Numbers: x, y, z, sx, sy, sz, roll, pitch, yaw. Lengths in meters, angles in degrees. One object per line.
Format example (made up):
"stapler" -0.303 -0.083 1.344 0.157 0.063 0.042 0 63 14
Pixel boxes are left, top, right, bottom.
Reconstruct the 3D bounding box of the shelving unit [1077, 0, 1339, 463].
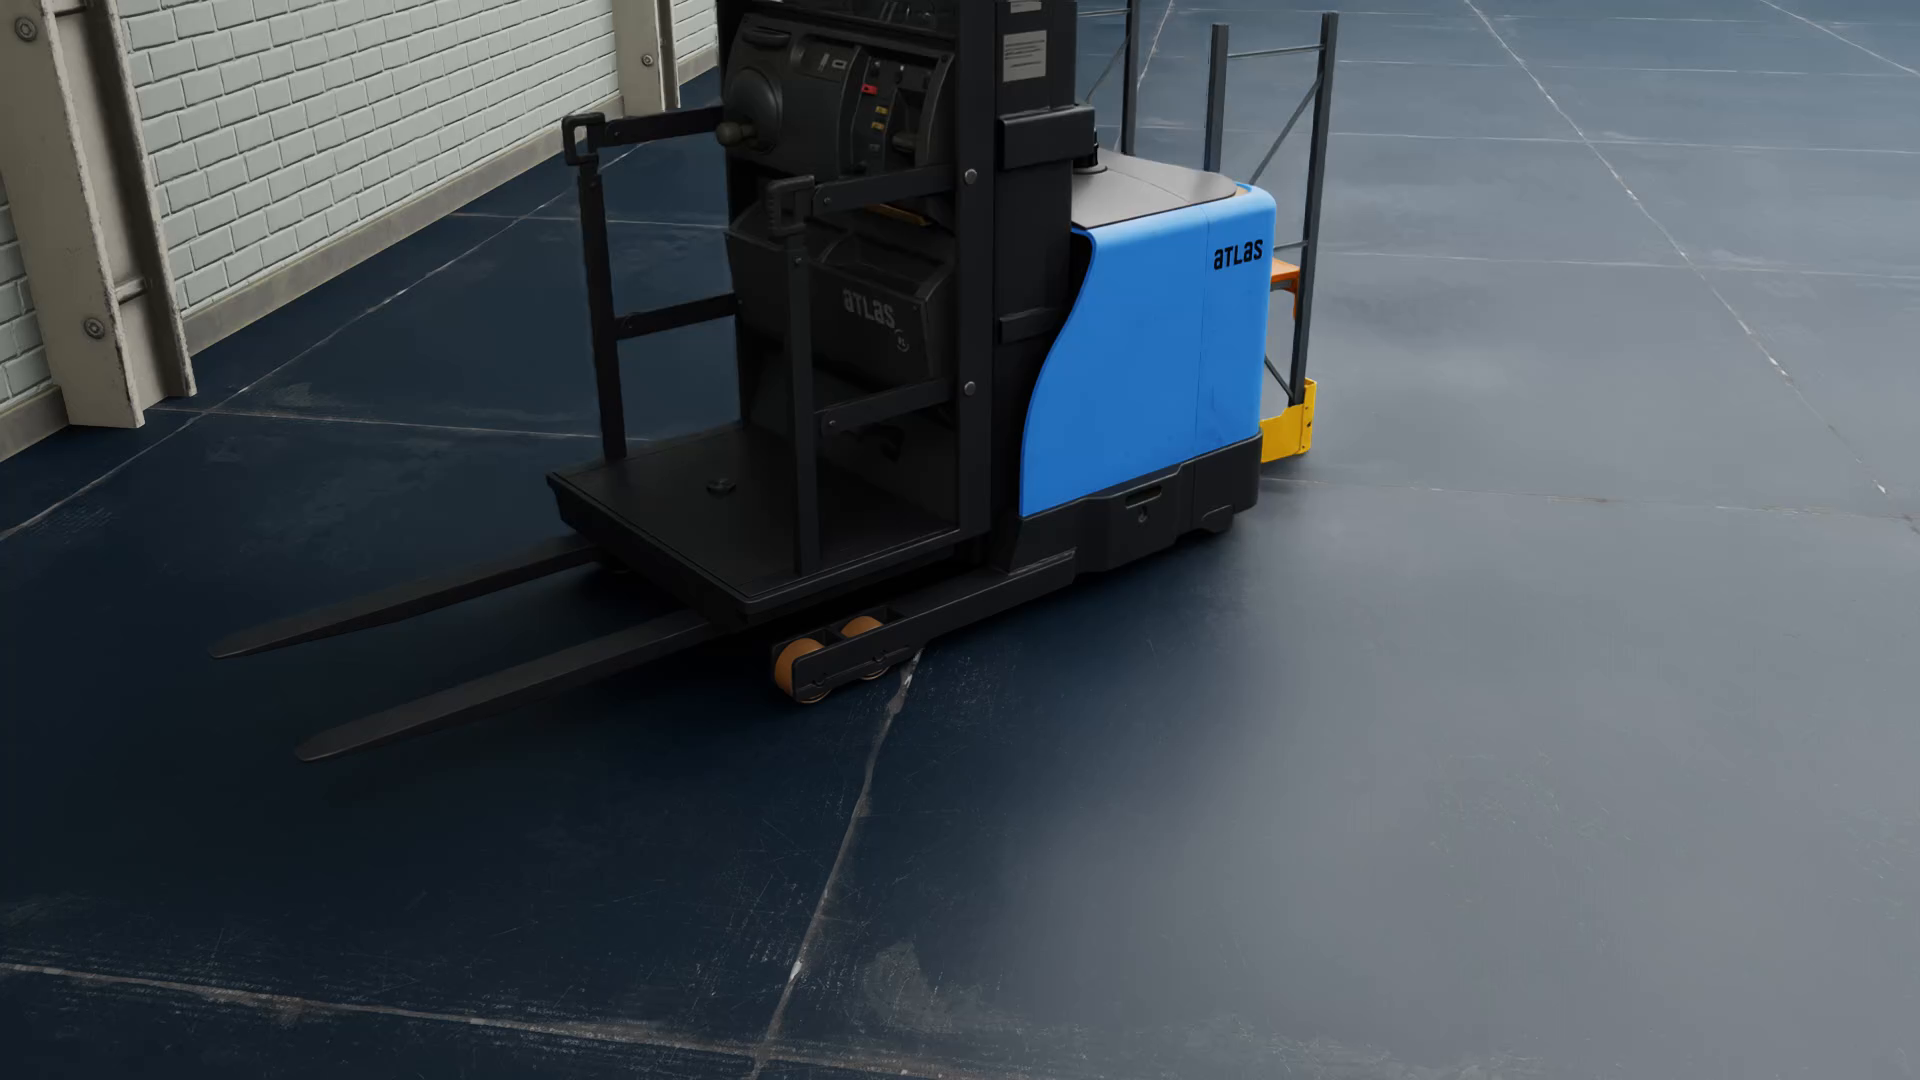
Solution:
"shelving unit" 0.724 -1.130 5.895 0.587 1.500 1.083 -15 29 -29

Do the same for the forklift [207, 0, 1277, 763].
"forklift" -0.499 -1.153 4.255 3.031 2.935 1.130 -19 31 -35

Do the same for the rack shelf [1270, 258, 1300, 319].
"rack shelf" 0.719 -0.970 5.978 0.538 0.185 1.000 -15 29 -29

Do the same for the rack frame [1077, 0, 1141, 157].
"rack frame" 0.447 -1.315 6.291 0.500 1.500 0.032 -15 29 -29

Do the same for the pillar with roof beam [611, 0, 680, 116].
"pillar with roof beam" 2.074 -6.792 9.146 9.100 9.000 0.400 4 25 9

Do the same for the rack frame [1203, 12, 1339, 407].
"rack frame" 0.991 -0.951 5.513 0.500 1.500 0.032 -15 29 -29

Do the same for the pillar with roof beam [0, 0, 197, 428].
"pillar with roof beam" 1.093 -4.283 3.784 9.100 9.000 0.400 4 25 9

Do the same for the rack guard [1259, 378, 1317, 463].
"rack guard" 0.990 -0.386 5.779 0.587 0.250 0.087 -15 29 -29
